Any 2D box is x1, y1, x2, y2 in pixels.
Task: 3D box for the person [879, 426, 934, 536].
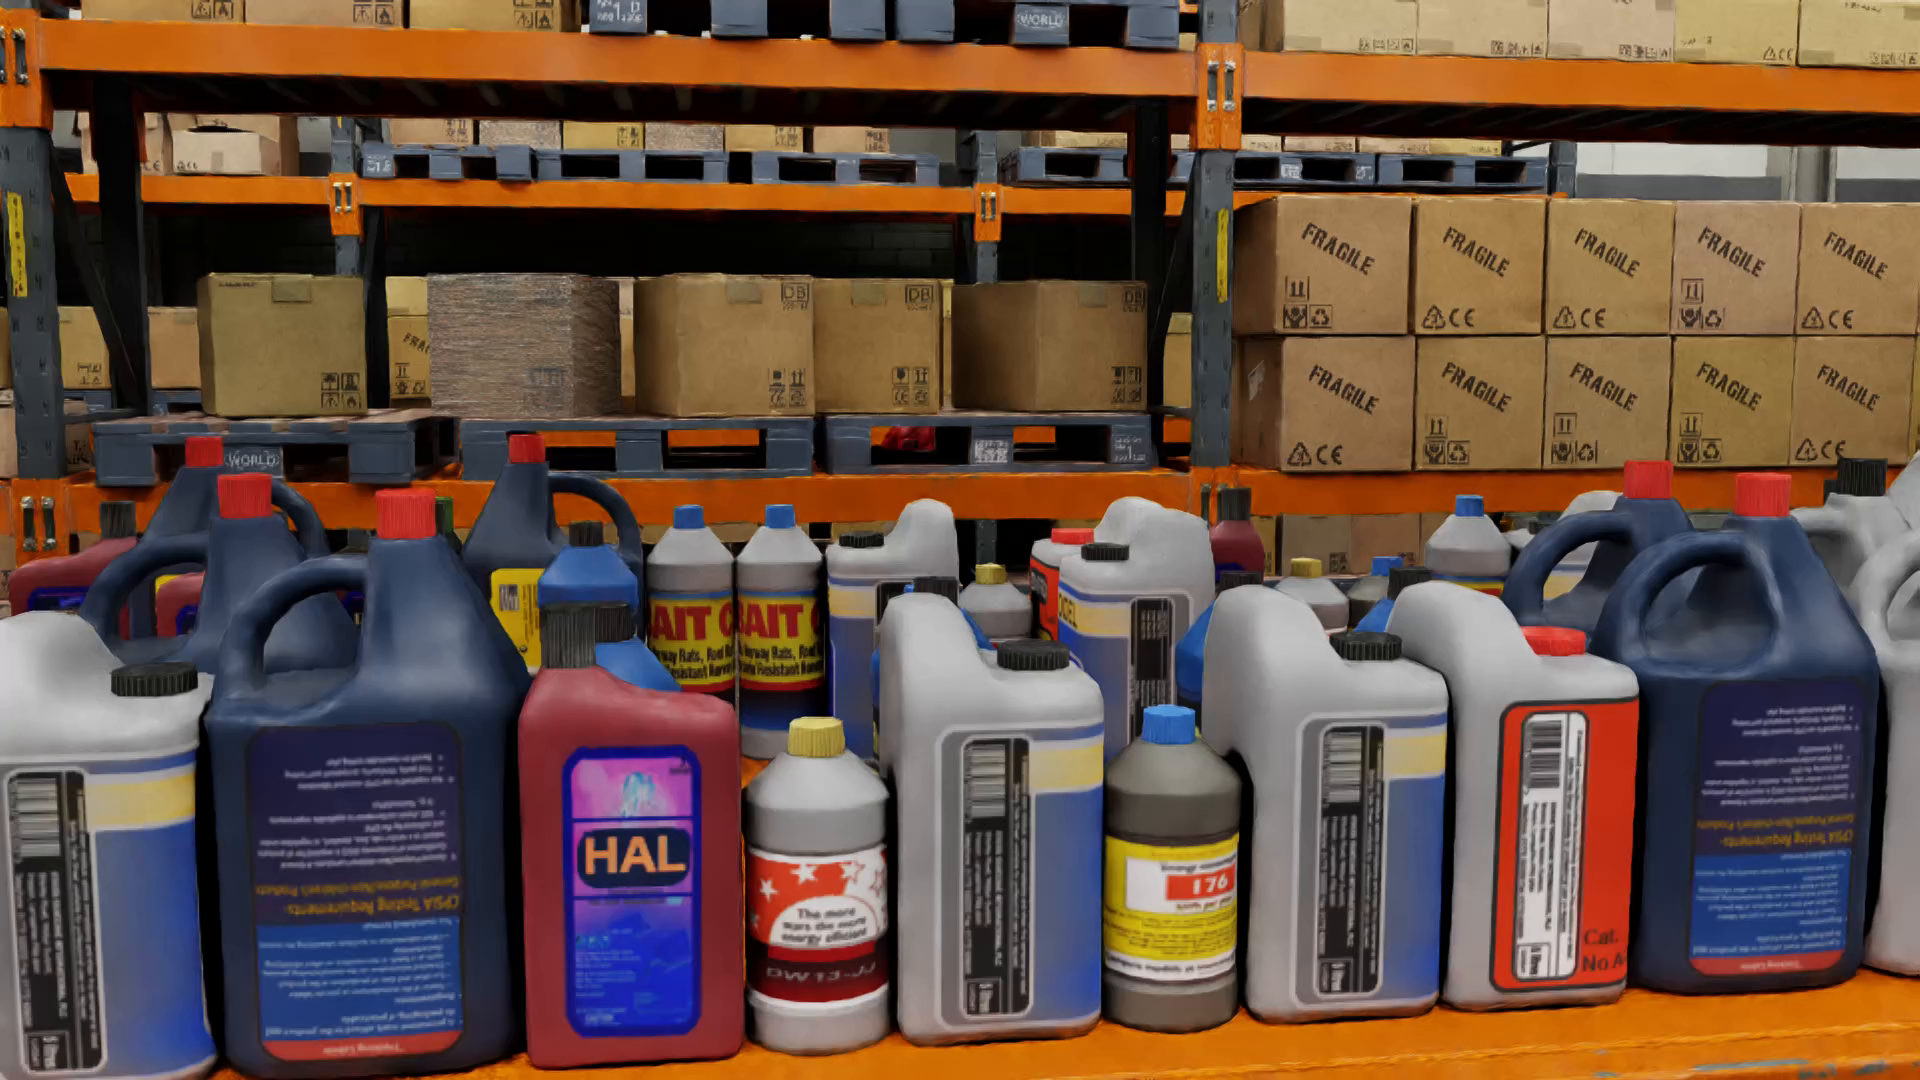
[{"bbox_3d":[-0.351,-0.070,8.357,0.726,1.716,0.546,2,7,15],"label":"person"}]
